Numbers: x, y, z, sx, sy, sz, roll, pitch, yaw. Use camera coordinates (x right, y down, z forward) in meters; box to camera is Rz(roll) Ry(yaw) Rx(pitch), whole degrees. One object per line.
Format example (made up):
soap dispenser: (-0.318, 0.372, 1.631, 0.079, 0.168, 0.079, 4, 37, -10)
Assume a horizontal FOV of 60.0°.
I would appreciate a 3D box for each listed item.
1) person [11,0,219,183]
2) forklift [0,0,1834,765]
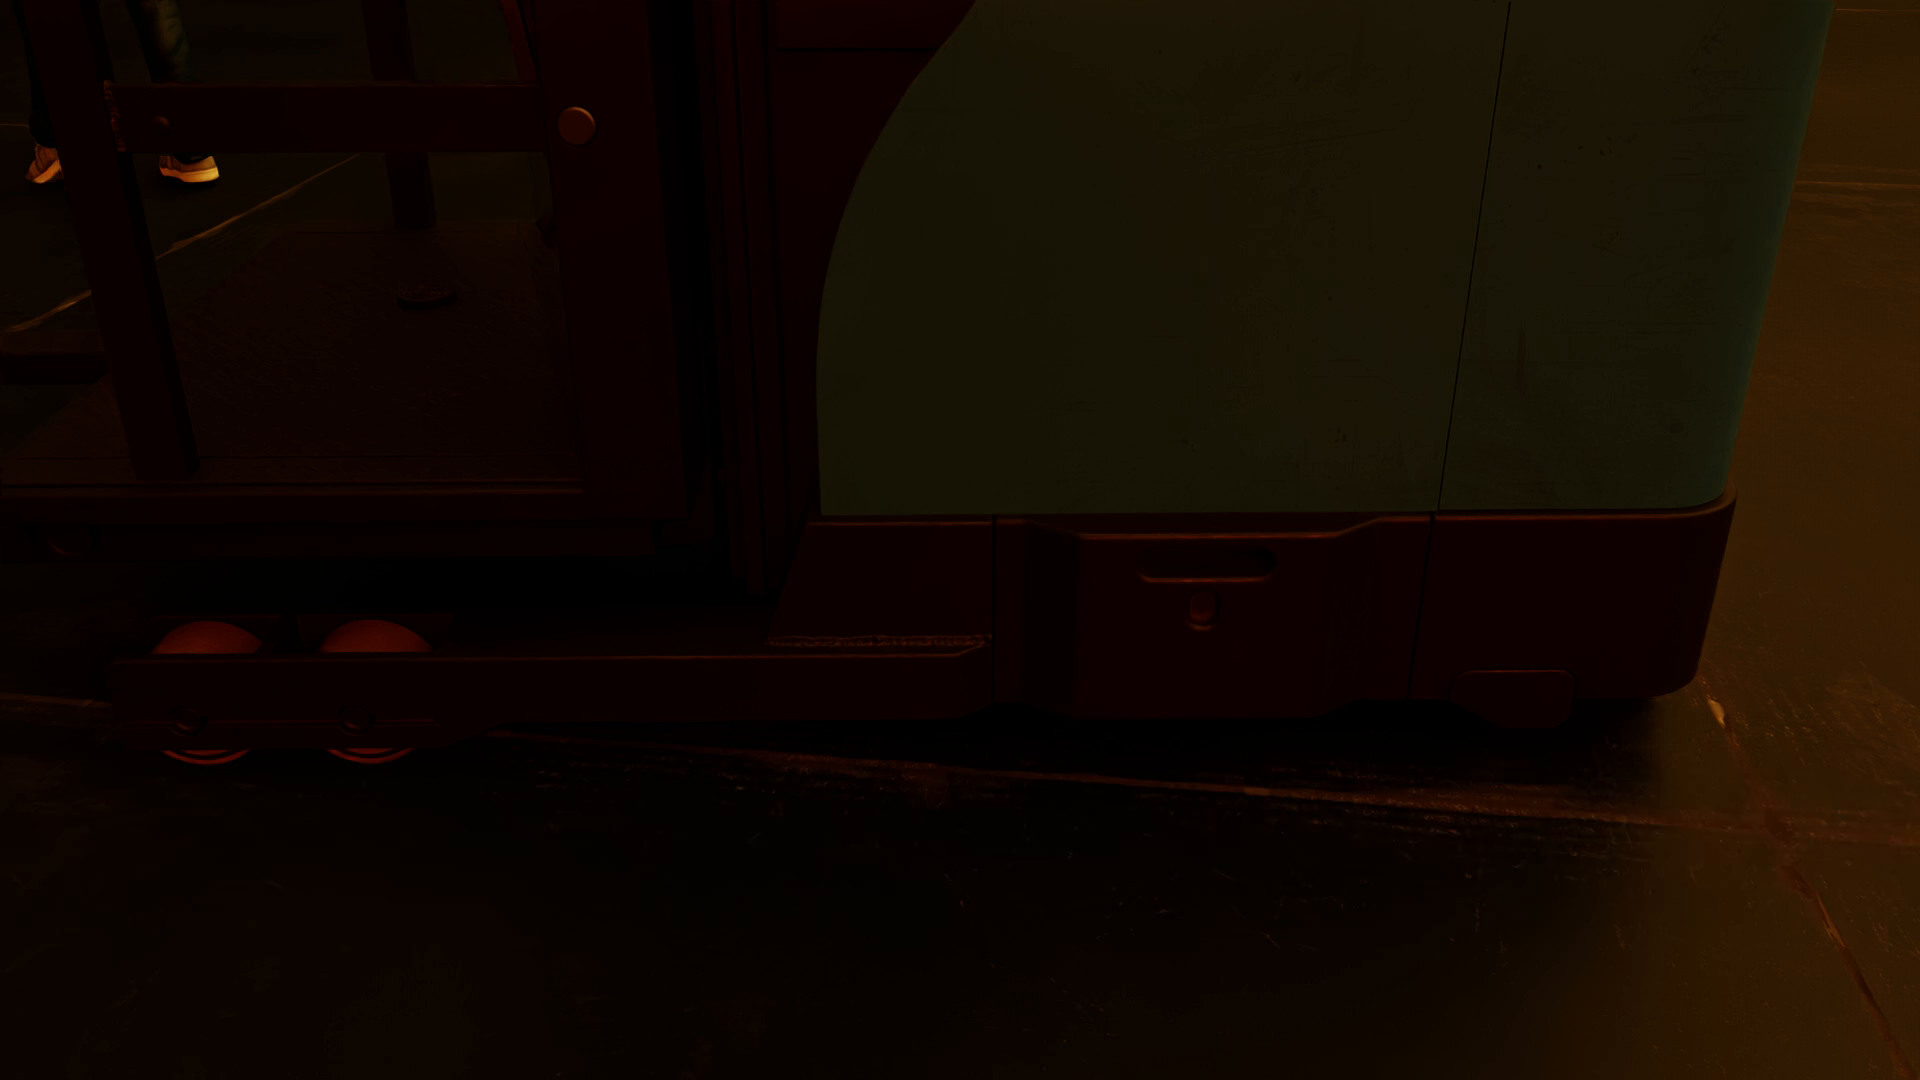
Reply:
person: (-2.174, -1.659, 4.115, 0.513, 1.628, 0.509, -22, 34, -37)
forklift: (-0.617, -1.284, 1.791, 3.031, 2.935, 1.130, 0, 27, -1)
